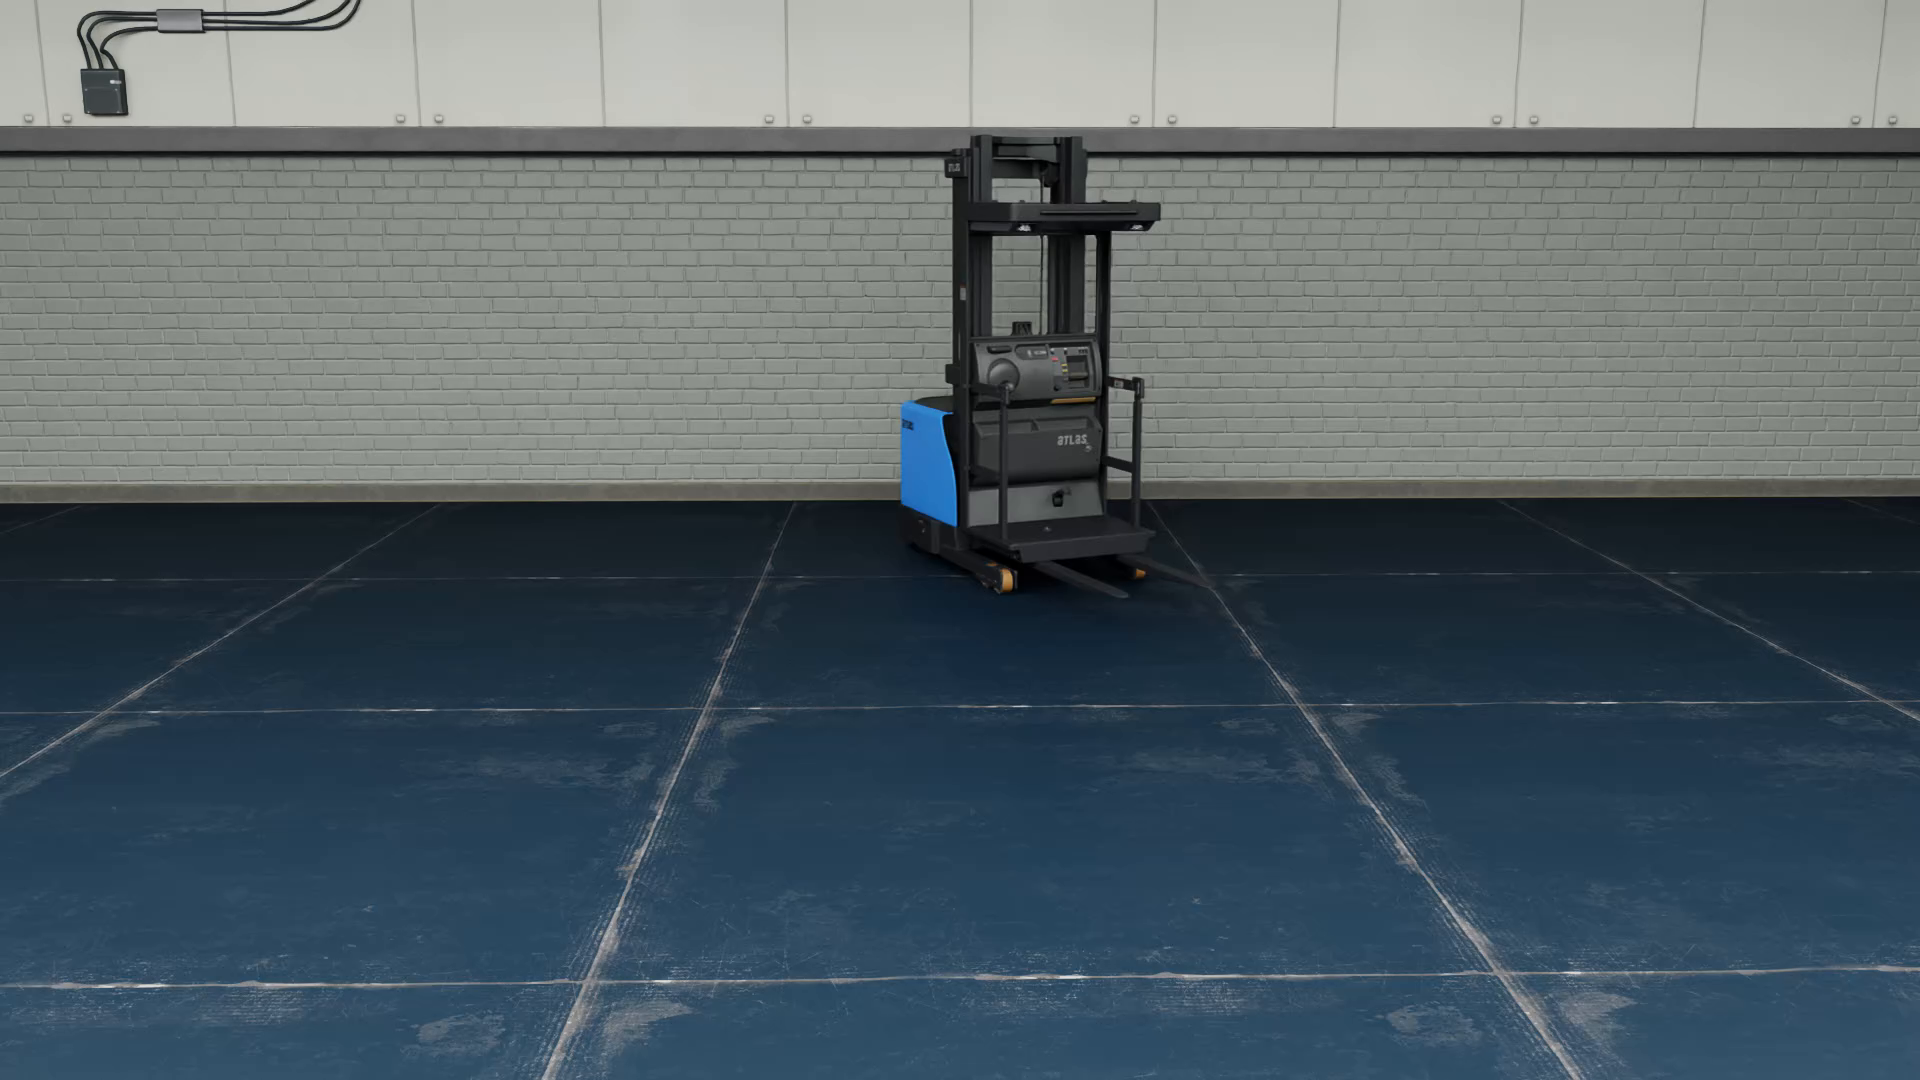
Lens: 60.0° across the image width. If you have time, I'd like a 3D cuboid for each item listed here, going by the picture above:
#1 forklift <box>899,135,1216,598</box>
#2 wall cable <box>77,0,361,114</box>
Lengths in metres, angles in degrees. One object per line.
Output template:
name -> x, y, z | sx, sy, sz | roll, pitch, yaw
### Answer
forklift -> 0.619, -1.182, 11.016 | 1.130, 2.935, 3.031 | -5, 13, -24
wall cable -> -5.904, -6.388, 12.861 | 2.305, 6.003, 0.169 | 0, 11, -1
